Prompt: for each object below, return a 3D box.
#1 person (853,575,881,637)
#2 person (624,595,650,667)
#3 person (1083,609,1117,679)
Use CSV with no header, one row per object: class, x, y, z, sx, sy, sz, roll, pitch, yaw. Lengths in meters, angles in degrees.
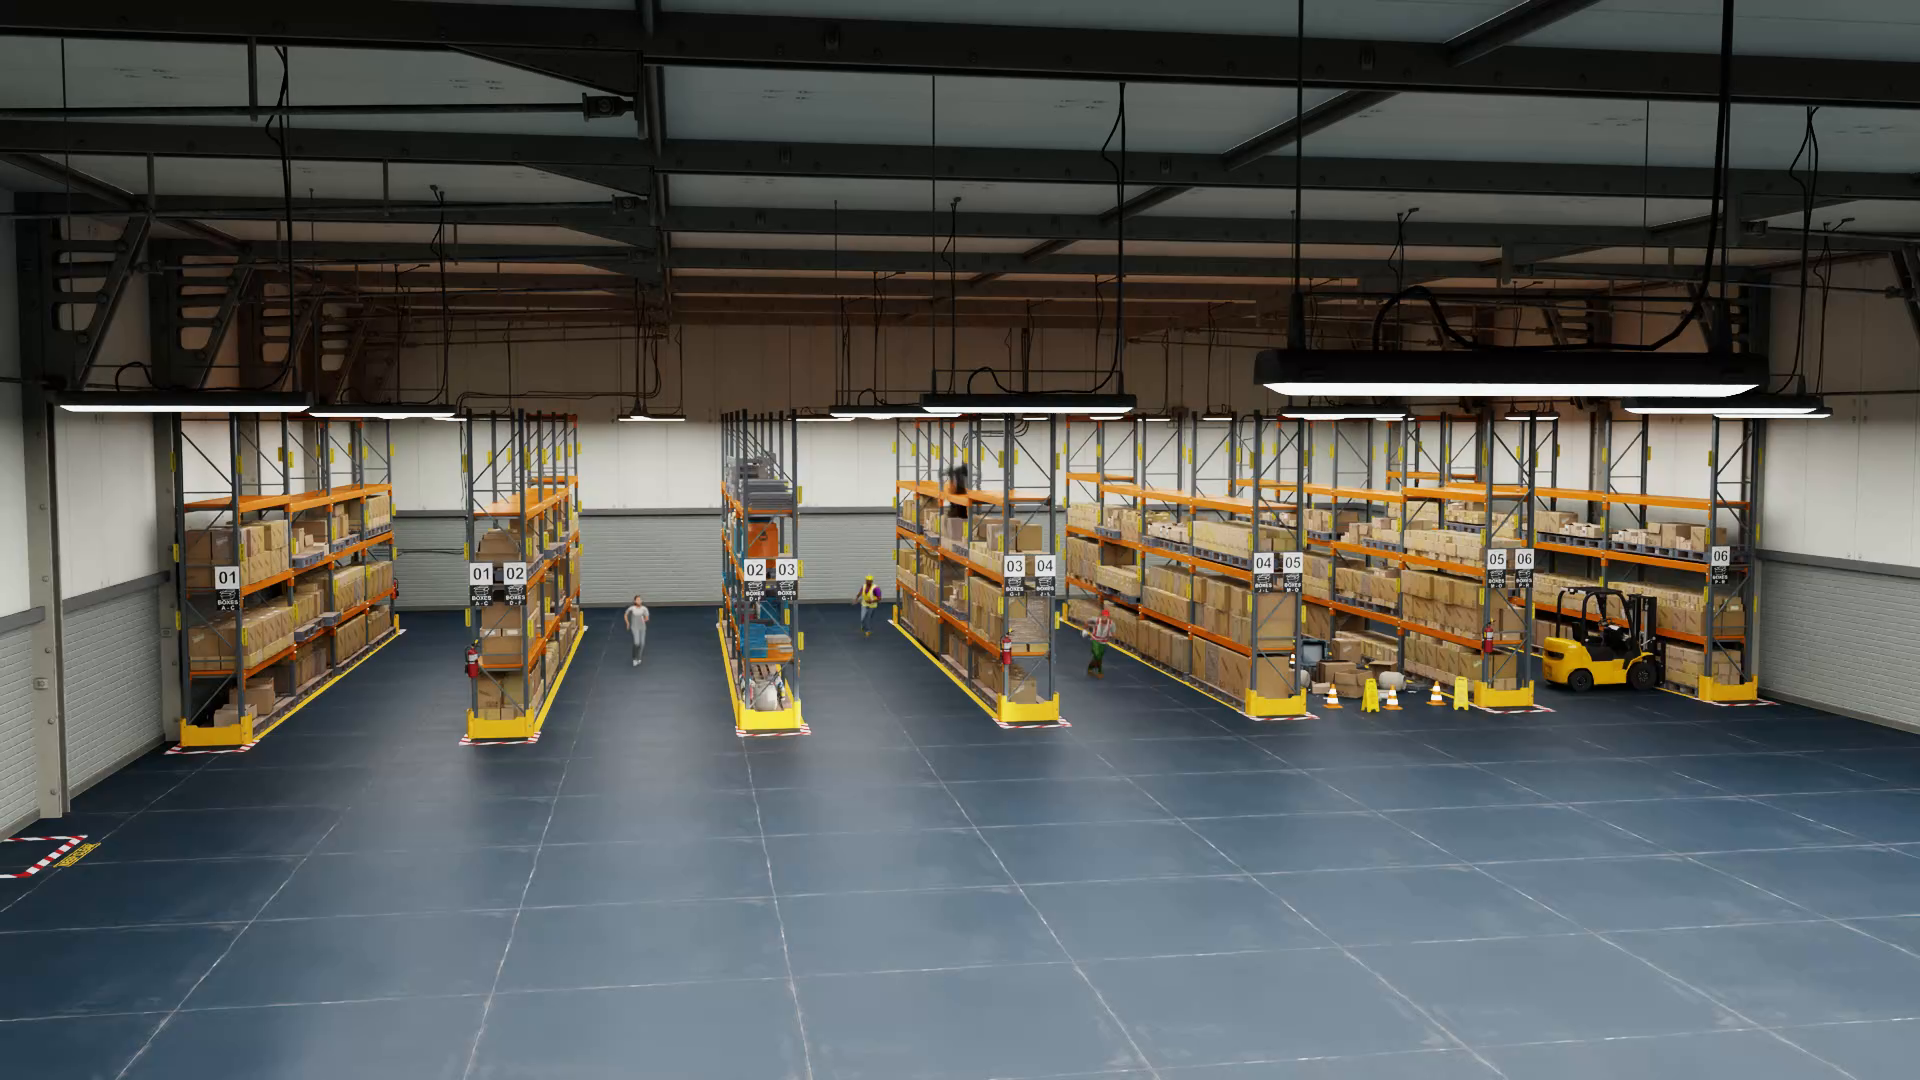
person,-2.481,1.782,44.893,0.819,1.689,0.637,1,4,14
person,-7.621,2.145,39.340,0.547,1.688,0.699,-2,4,-24
person,3.146,2.322,37.554,0.674,1.590,1.064,-1,4,-11
